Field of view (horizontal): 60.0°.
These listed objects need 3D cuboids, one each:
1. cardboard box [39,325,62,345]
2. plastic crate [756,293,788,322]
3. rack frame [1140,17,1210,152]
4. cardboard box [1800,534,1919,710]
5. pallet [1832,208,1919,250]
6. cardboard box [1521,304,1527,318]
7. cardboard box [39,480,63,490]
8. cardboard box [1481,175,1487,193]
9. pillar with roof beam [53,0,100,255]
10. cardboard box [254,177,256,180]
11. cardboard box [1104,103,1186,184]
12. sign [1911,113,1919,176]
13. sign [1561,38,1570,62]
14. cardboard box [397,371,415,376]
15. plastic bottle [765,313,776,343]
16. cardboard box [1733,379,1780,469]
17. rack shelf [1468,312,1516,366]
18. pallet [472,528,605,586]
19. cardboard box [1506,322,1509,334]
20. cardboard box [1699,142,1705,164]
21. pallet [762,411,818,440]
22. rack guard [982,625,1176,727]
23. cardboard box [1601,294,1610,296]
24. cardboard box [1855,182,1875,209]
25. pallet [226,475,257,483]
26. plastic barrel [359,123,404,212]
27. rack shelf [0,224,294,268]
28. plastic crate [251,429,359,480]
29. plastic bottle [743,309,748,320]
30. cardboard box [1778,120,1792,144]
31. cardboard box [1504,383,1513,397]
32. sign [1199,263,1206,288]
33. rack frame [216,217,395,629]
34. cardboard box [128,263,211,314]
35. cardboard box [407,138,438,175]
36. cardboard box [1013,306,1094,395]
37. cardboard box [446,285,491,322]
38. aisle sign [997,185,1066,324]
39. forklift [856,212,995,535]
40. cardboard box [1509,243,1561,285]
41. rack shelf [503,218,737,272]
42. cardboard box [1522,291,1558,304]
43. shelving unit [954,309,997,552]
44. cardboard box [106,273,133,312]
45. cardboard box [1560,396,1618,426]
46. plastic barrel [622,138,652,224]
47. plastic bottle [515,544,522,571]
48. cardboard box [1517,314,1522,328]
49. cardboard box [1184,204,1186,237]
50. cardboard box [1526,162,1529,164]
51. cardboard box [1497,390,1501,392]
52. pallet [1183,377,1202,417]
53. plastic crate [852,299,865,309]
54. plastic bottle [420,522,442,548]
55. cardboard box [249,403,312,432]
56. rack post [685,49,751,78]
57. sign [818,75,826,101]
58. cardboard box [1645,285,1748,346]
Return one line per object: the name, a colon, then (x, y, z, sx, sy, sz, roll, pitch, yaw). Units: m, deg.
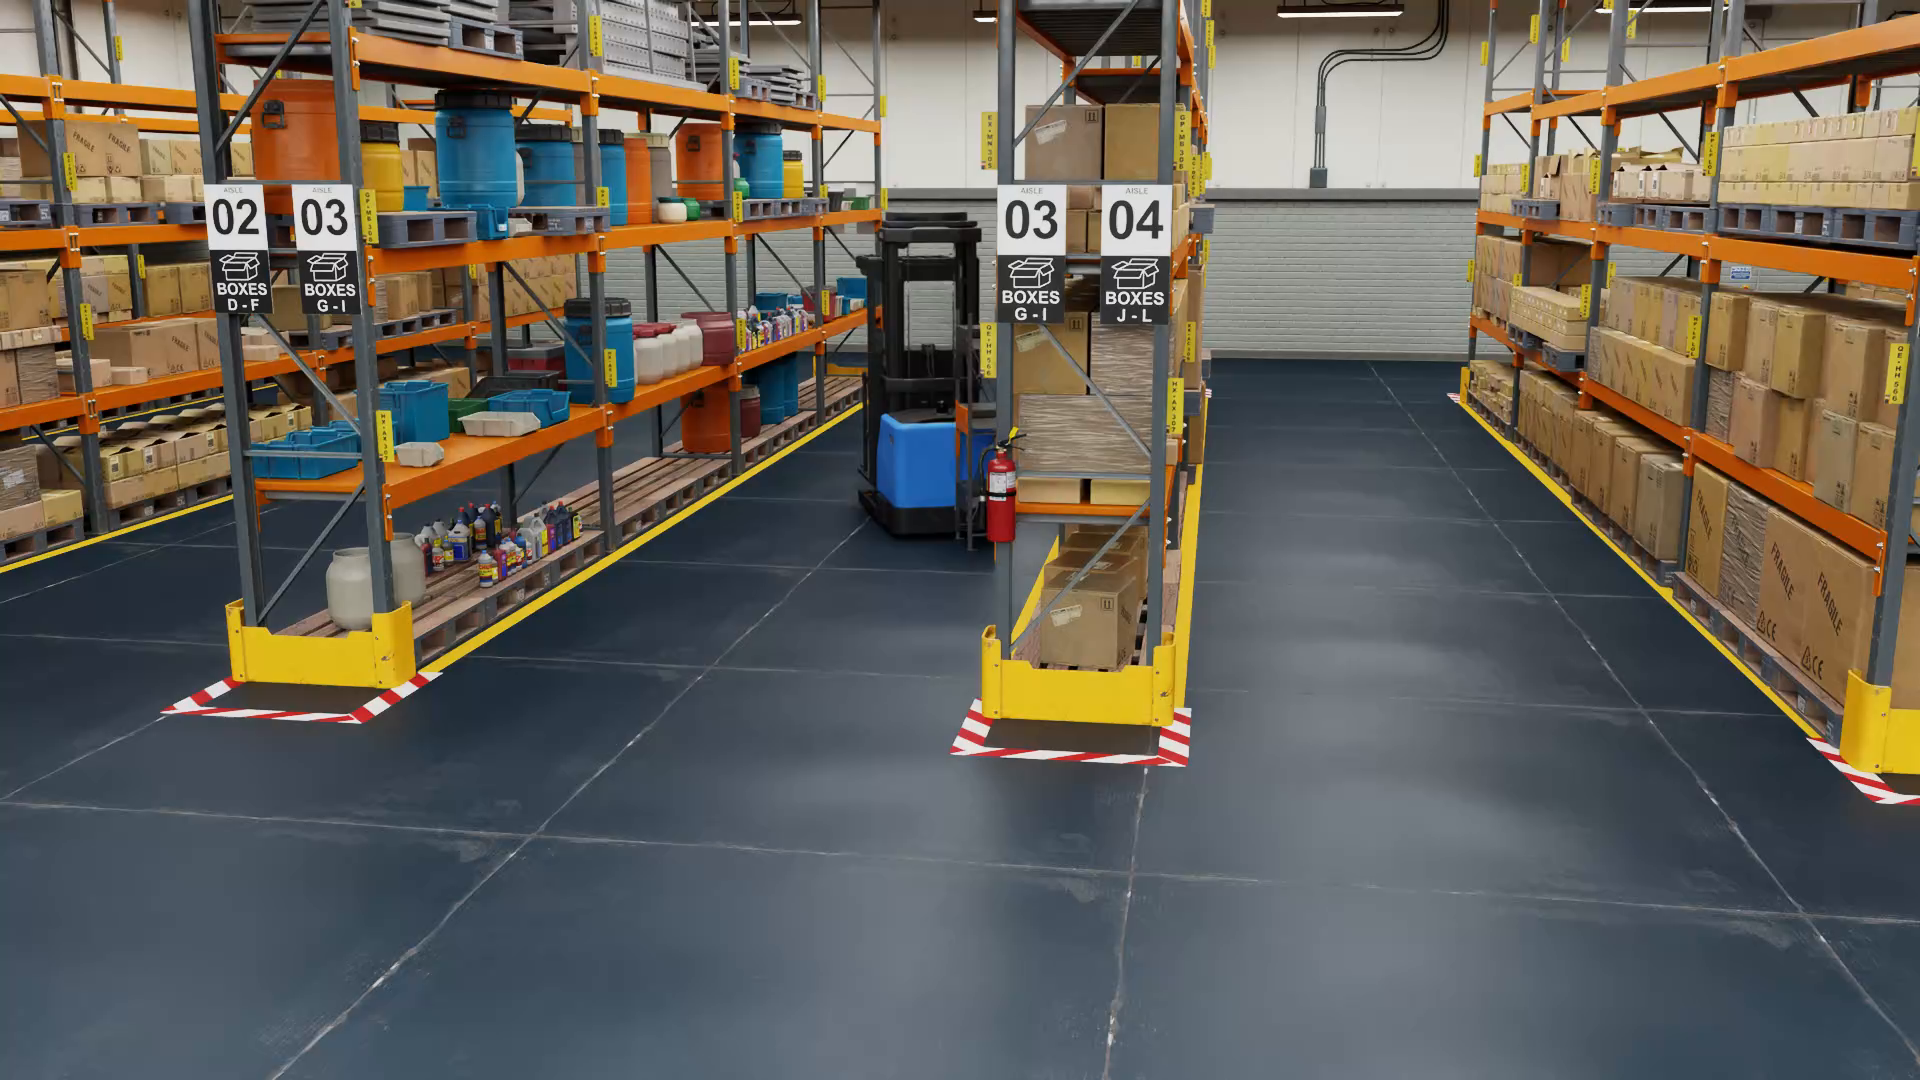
cardboard box: (-8.286, -1.835, 14.867, 0.380, 0.149, 0.250, 2, 12, 9)
plastic crate: (-2.597, -3.166, 22.717, 0.392, 0.384, 0.575, 2, 12, 9)
rack frame: (3.178, -6.641, 24.707, 1.000, 3.000, 0.127, 2, 12, 9)
cardboard box: (5.641, 0.494, 9.885, 0.875, 0.875, 0.875, 2, 12, 9)
pallet: (5.706, -1.774, 9.452, 1.003, 0.211, 1.213, 2, 12, 9)
cardboard box: (6.816, -2.693, 19.520, 0.380, 0.149, 0.250, 1, 12, 6)
cardboard box: (-8.678, -0.489, 15.930, 0.500, 0.250, 0.500, 2, 12, 8)
cardboard box: (7.737, -5.079, 23.748, 0.500, 0.250, 0.500, 2, 12, 10)
pillar with roof beam: (-8.614, -6.324, 23.236, 9.100, 9.000, 0.400, 2, 12, 9)
cardboard box: (-7.855, -3.867, 18.313, 0.500, 0.250, 0.500, 1, 12, 4)
cardboard box: (1.212, -2.583, 10.867, 0.500, 0.500, 0.500, 2, 12, 8)
sign: (5.068, -2.077, 8.734, 0.100, 0.325, 0.005, 2, 12, 9)
sign: (8.608, -6.971, 23.645, 0.100, 0.325, 0.005, 2, 12, 9)
cardboard box: (-7.612, -1.987, 22.237, 0.500, 0.500, 0.500, 2, 12, 9)
plastic bottle: (-2.319, -2.581, 20.224, 0.144, 0.351, 0.185, 2, 12, 9)
cardboard box: (5.911, -0.801, 11.492, 0.875, 0.550, 0.550, 2, 12, 9)
rack shelf: (7.755, -2.759, 22.639, 1.077, 0.370, 4.000, 2, 12, 9)
pallet: (-3.706, 0.130, 14.143, 1.003, 0.211, 1.213, 2, 12, 9)
cardboard box: (7.192, -2.696, 21.234, 0.380, 0.149, 0.250, 2, 12, 7)
cardboard box: (6.842, -3.260, 14.665, 0.500, 0.500, 0.500, 2, 12, 9)
pallet: (-2.491, -1.514, 21.774, 1.003, 0.211, 1.213, 2, 12, 9)
rack guard: (0.729, 0.828, 10.220, 1.175, 0.500, 0.348, 2, 12, 9)
cardboard box: (7.378, -2.706, 18.875, 0.380, 0.149, 0.250, 1, 12, 6)
cardboard box: (5.397, -1.980, 9.560, 0.380, 0.149, 0.250, 2, 12, 9)
pallet: (-8.006, -0.832, 18.609, 1.003, 0.211, 1.213, 2, 12, 9)
plastic barrel: (-4.127, -2.543, 11.369, 0.600, 0.588, 0.600, 0, 12, 0)
rack shelf: (-8.148, -3.063, 16.932, 1.077, 0.370, 4.000, 2, 12, 9)
plastic crate: (-4.396, -0.580, 11.173, 0.499, 0.251, 0.616, 2, 12, 9)
plastic bottle: (-2.830, -2.889, 21.813, 0.061, 0.283, 0.133, 2, 12, 9)
cardboard box: (5.631, -2.687, 10.946, 0.380, 0.149, 0.250, 2, 12, 9)
cardboard box: (7.245, -1.934, 21.461, 0.380, 0.149, 0.250, 2, 12, 9)
sign: (3.100, -3.388, 21.289, 0.100, 0.325, 0.005, 2, 12, 9)
rack frame: (-4.177, -0.538, 10.628, 1.000, 3.000, 0.127, 2, 12, 9)
cardboard box: (-11.904, -3.768, 24.903, 0.980, 0.700, 0.700, 2, 12, 7)
cardboard box: (-7.188, -5.304, 23.011, 0.700, 0.500, 0.500, 2, 12, 9)
cardboard box: (0.557, -1.184, 10.305, 0.500, 0.500, 0.500, 2, 12, 9)
cardboard box: (-6.878, -3.344, 23.409, 0.500, 0.500, 0.500, 2, 12, 10)
aisle sign: (0.411, -1.646, 9.595, 0.394, 0.787, 0.004, 2, 12, 9)
forklift: (-0.408, -1.746, 16.394, 1.130, 2.935, 3.031, -3, 12, -12)
cardboard box: (7.253, -3.484, 20.979, 0.500, 0.500, 0.500, 1, 12, 7)
rack shelf: (-3.254, -2.902, 16.184, 1.077, 0.370, 4.000, 2, 12, 9)
cardboard box: (6.813, -2.837, 19.482, 0.380, 0.149, 0.250, 2, 12, 8)
shelving unit: (0.213, -0.985, 14.835, 0.431, 2.100, 0.503, -3, 12, -13)
cardboard box: (-11.943, -3.457, 23.181, 0.500, 0.500, 0.500, 2, 12, 8)
cardboard box: (6.679, -1.362, 17.608, 0.500, 0.250, 0.500, 2, 12, 7)
plastic barrel: (-3.388, -3.580, 16.602, 0.600, 0.830, 0.708, 2, 12, 9)
plastic bottle: (-3.507, 0.134, 13.105, 0.097, 0.201, 0.097, 0, 12, 0)
cardboard box: (6.854, -2.600, 19.793, 0.380, 0.149, 0.250, 2, 12, 9)
cardboard box: (1.429, -2.392, 12.465, 0.500, 0.250, 0.500, 2, 12, 10)
cardboard box: (7.225, -4.600, 20.580, 0.380, 0.149, 0.250, 1, 12, 6)
cardboard box: (7.391, -1.943, 22.210, 0.380, 0.149, 0.250, 2, 12, 10)
pallet: (1.593, -1.271, 14.484, 1.003, 0.211, 1.213, 2, 12, 9)
plastic crate: (-1.663, -3.594, 25.290, 0.396, 0.136, 0.243, 2, 12, 9)
plastic bottle: (-4.219, 0.030, 13.235, 0.144, 0.351, 0.185, 2, 12, 11)
cardboard box: (-7.678, -1.383, 18.748, 0.500, 0.311, 0.500, 2, 12, 10)
rack post: (-2.876, -5.252, 18.438, 0.954, 0.300, 0.937, 2, 12, 9)
sign: (-1.788, -5.849, 21.525, 0.100, 0.325, 0.005, 2, 12, 9)
cardboard box: (6.522, -1.987, 14.741, 0.700, 0.500, 0.500, 2, 12, 8)
